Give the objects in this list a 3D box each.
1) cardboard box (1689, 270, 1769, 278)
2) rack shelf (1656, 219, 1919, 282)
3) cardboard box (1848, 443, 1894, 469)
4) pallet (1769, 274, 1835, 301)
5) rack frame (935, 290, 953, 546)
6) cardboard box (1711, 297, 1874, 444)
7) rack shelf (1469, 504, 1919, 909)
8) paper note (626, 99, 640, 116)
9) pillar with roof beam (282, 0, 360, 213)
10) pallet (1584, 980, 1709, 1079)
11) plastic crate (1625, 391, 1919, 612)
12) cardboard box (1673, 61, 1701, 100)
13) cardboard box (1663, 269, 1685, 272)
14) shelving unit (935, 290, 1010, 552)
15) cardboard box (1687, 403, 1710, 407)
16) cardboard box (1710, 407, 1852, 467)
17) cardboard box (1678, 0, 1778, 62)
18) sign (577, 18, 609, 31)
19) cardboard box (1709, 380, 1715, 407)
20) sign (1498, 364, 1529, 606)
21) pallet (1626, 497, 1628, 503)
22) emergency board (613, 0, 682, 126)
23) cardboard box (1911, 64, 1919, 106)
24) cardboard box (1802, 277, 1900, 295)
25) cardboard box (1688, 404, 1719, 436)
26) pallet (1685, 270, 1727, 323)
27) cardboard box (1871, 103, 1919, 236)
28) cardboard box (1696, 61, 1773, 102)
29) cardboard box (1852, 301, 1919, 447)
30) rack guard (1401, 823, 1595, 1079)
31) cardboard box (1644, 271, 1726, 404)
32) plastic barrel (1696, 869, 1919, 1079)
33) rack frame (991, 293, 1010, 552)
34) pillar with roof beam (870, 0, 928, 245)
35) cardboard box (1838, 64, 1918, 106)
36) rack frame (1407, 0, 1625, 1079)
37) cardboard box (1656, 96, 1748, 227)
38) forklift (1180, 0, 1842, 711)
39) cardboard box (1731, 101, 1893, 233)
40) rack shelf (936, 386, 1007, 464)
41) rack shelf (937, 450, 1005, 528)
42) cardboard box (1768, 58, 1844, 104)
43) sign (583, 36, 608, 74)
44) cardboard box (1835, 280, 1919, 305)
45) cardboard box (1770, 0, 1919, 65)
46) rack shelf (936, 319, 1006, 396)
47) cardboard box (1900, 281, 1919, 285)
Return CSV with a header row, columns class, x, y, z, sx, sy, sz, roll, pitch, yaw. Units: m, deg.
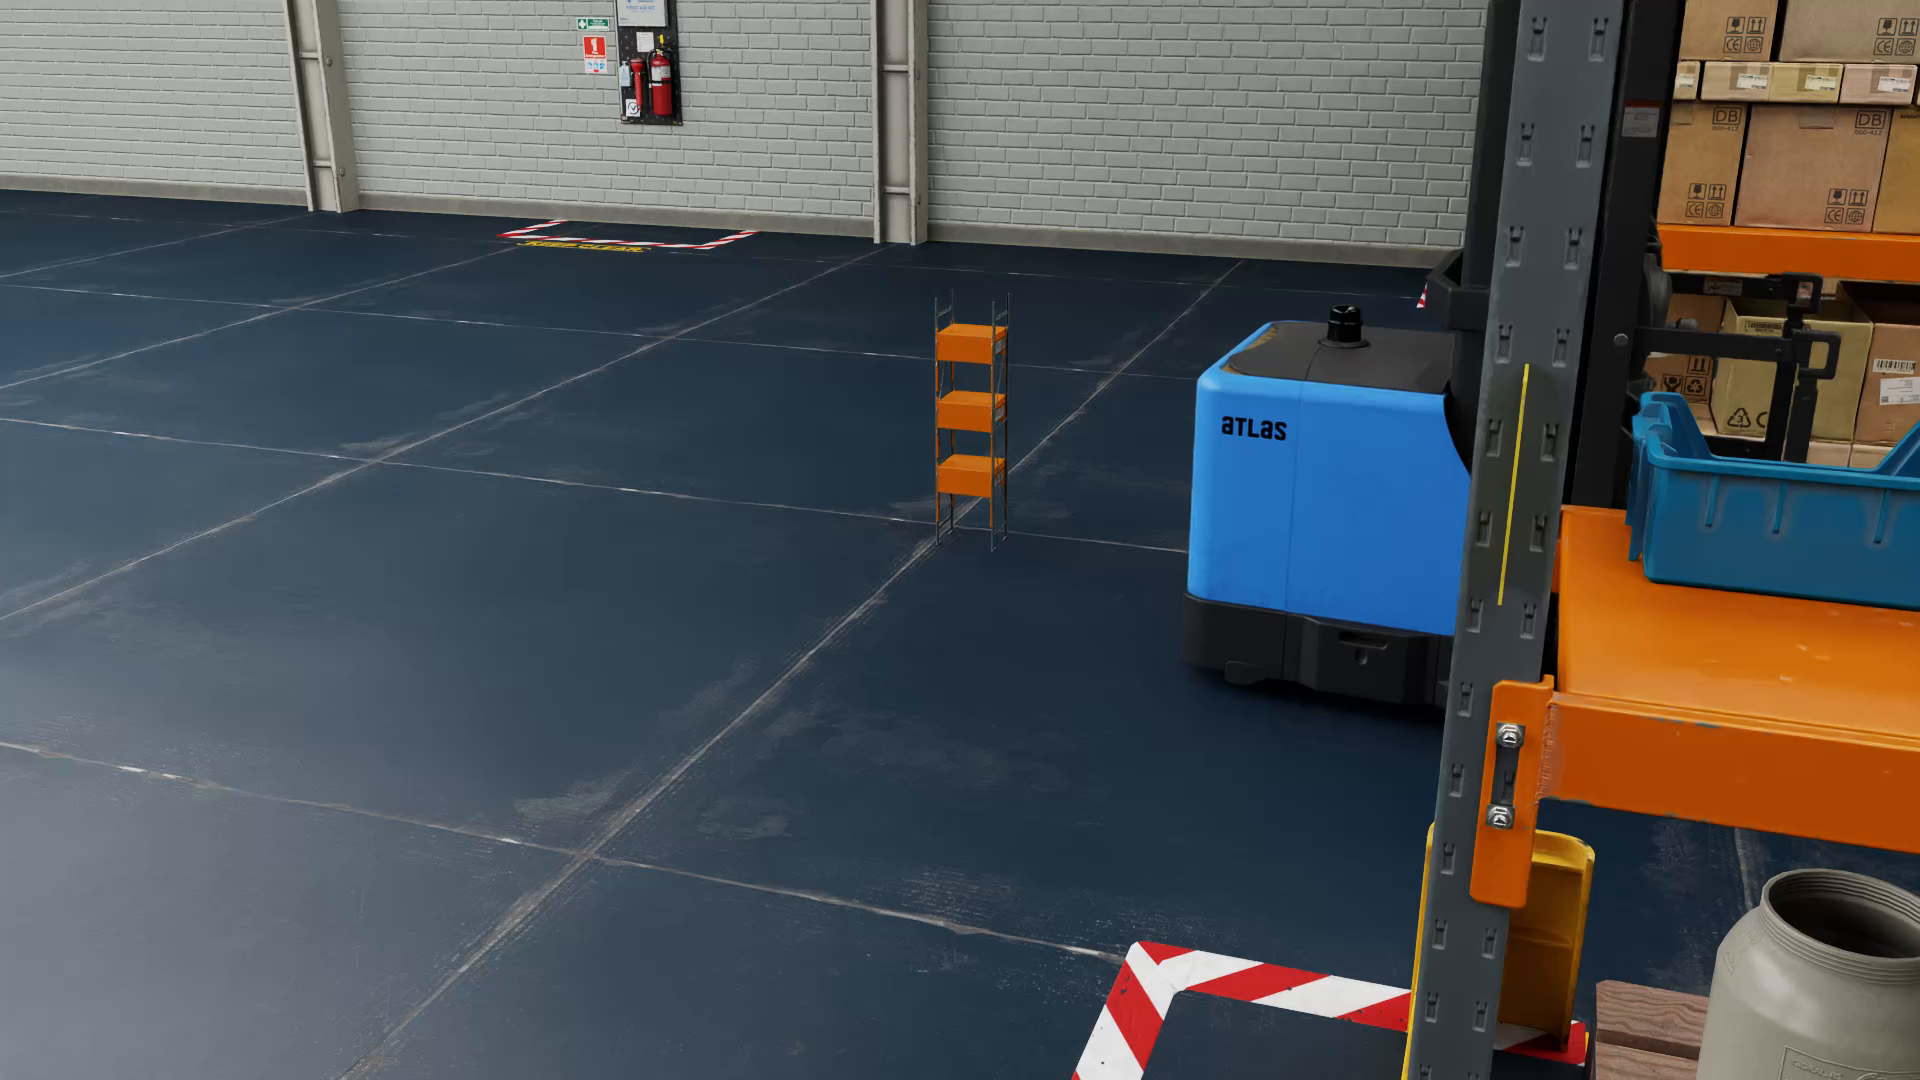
class,x,y,z,sx,sy,sz,roll,pitch,yaw
cardboard box,5.369,-1.970,11.587,0.500,0.311,0.500,8,21,23
rack shelf,4.474,-1.100,6.767,4.000,0.370,1.077,7,20,18
cardboard box,3.964,-0.321,6.980,0.500,0.250,0.500,7,20,18
pallet,6.183,-1.640,11.460,1.213,0.211,1.003,7,20,18
rack frame,-0.065,-0.503,6.925,0.008,1.050,0.200,7,20,18
cardboard box,3.491,-0.729,7.010,0.500,0.500,0.500,7,20,18
rack shelf,2.844,0.440,2.350,4.000,0.370,1.077,7,20,18
paper note,-2.983,-3.941,15.163,0.142,0.148,0.016,7,20,18
pillar with roof beam,-7.597,-6.180,11.134,0.400,9.000,9.100,7,20,18
pallet,1.808,1.284,3.072,1.213,0.211,1.003,7,20,18
plastic crate,1.526,-0.084,2.987,0.616,0.251,0.499,7,20,18
cardboard box,2.884,-1.900,6.831,0.250,0.149,0.380,6,20,18
cardboard box,4.830,-2.031,11.763,0.500,0.311,0.500,4,20,12
shelving unit,0.051,-0.490,6.887,0.252,1.050,0.215,7,20,18
cardboard box,3.188,-0.589,7.749,0.500,0.250,0.500,7,20,18
cardboard box,3.491,-0.375,7.135,0.500,0.250,0.500,7,20,18
cardboard box,3.071,-2.255,6.866,0.500,0.500,0.700,7,20,18
sign,-3.325,-4.672,15.062,0.331,0.109,0.001,7,20,18
cardboard box,3.664,-0.539,7.605,0.500,0.250,0.500,7,20,18
sign,0.771,-0.076,2.316,0.005,0.325,0.100,7,20,18
pallet,3.320,-0.269,7.527,1.213,0.211,1.003,7,20,18
emergency board,-2.838,-4.316,14.902,0.643,1.169,0.194,7,20,18
cardboard box,3.860,-1.789,6.513,0.250,0.149,0.380,6,20,16
cardboard box,6.046,-1.964,11.284,0.500,0.500,0.700,5,20,15
cardboard box,3.018,-0.428,7.287,0.500,0.250,0.500,7,20,18
pallet,5.034,-1.772,11.840,1.213,0.211,1.003,7,20,18
cardboard box,3.986,-1.538,6.778,0.500,0.500,0.700,7,20,18
cardboard box,3.135,-1.872,6.752,0.250,0.149,0.380,6,20,17
cardboard box,3.967,-0.679,6.867,0.500,0.500,0.500,7,20,18
rack guard,1.042,1.058,3.281,0.348,0.500,1.175,7,20,18
cardboard box,3.189,-0.944,7.627,0.500,0.500,0.500,7,20,18
plastic barrel,1.602,0.908,3.056,0.421,0.512,0.421,0,19,0
rack frame,0.166,-0.477,6.849,0.008,1.050,0.200,7,20,18
pillar with roof beam,-1.929,-5.532,9.274,0.400,9.000,9.100,7,20,18
cardboard box,3.607,-1.817,6.593,0.250,0.149,0.380,6,20,17
rack frame,0.955,-0.116,2.851,0.127,3.000,1.000,7,20,18
cardboard box,3.021,-1.648,7.096,0.500,0.500,0.700,7,20,18
forklift,2.321,-0.858,5.086,3.031,2.935,1.130,8,21,22
cardboard box,3.519,-1.593,6.937,0.500,0.500,0.700,7,20,19
rack shelf,0.051,-0.480,6.890,0.240,0.259,0.215,7,20,18
rack shelf,0.051,-0.218,6.982,0.240,0.259,0.215,7,20,18
cardboard box,3.370,-1.845,6.673,0.250,0.149,0.380,7,20,18
sign,-3.326,-4.425,15.159,0.234,0.329,0.001,7,20,18
cardboard box,4.138,-0.841,7.331,0.500,0.500,0.500,7,20,18
cardboard box,3.570,-2.200,6.707,0.500,0.500,0.700,6,20,17
rack shelf,0.051,-0.748,6.797,0.240,0.259,0.215,7,20,18
cardboard box,6.481,-1.804,11.359,0.250,0.149,0.380,5,20,14
